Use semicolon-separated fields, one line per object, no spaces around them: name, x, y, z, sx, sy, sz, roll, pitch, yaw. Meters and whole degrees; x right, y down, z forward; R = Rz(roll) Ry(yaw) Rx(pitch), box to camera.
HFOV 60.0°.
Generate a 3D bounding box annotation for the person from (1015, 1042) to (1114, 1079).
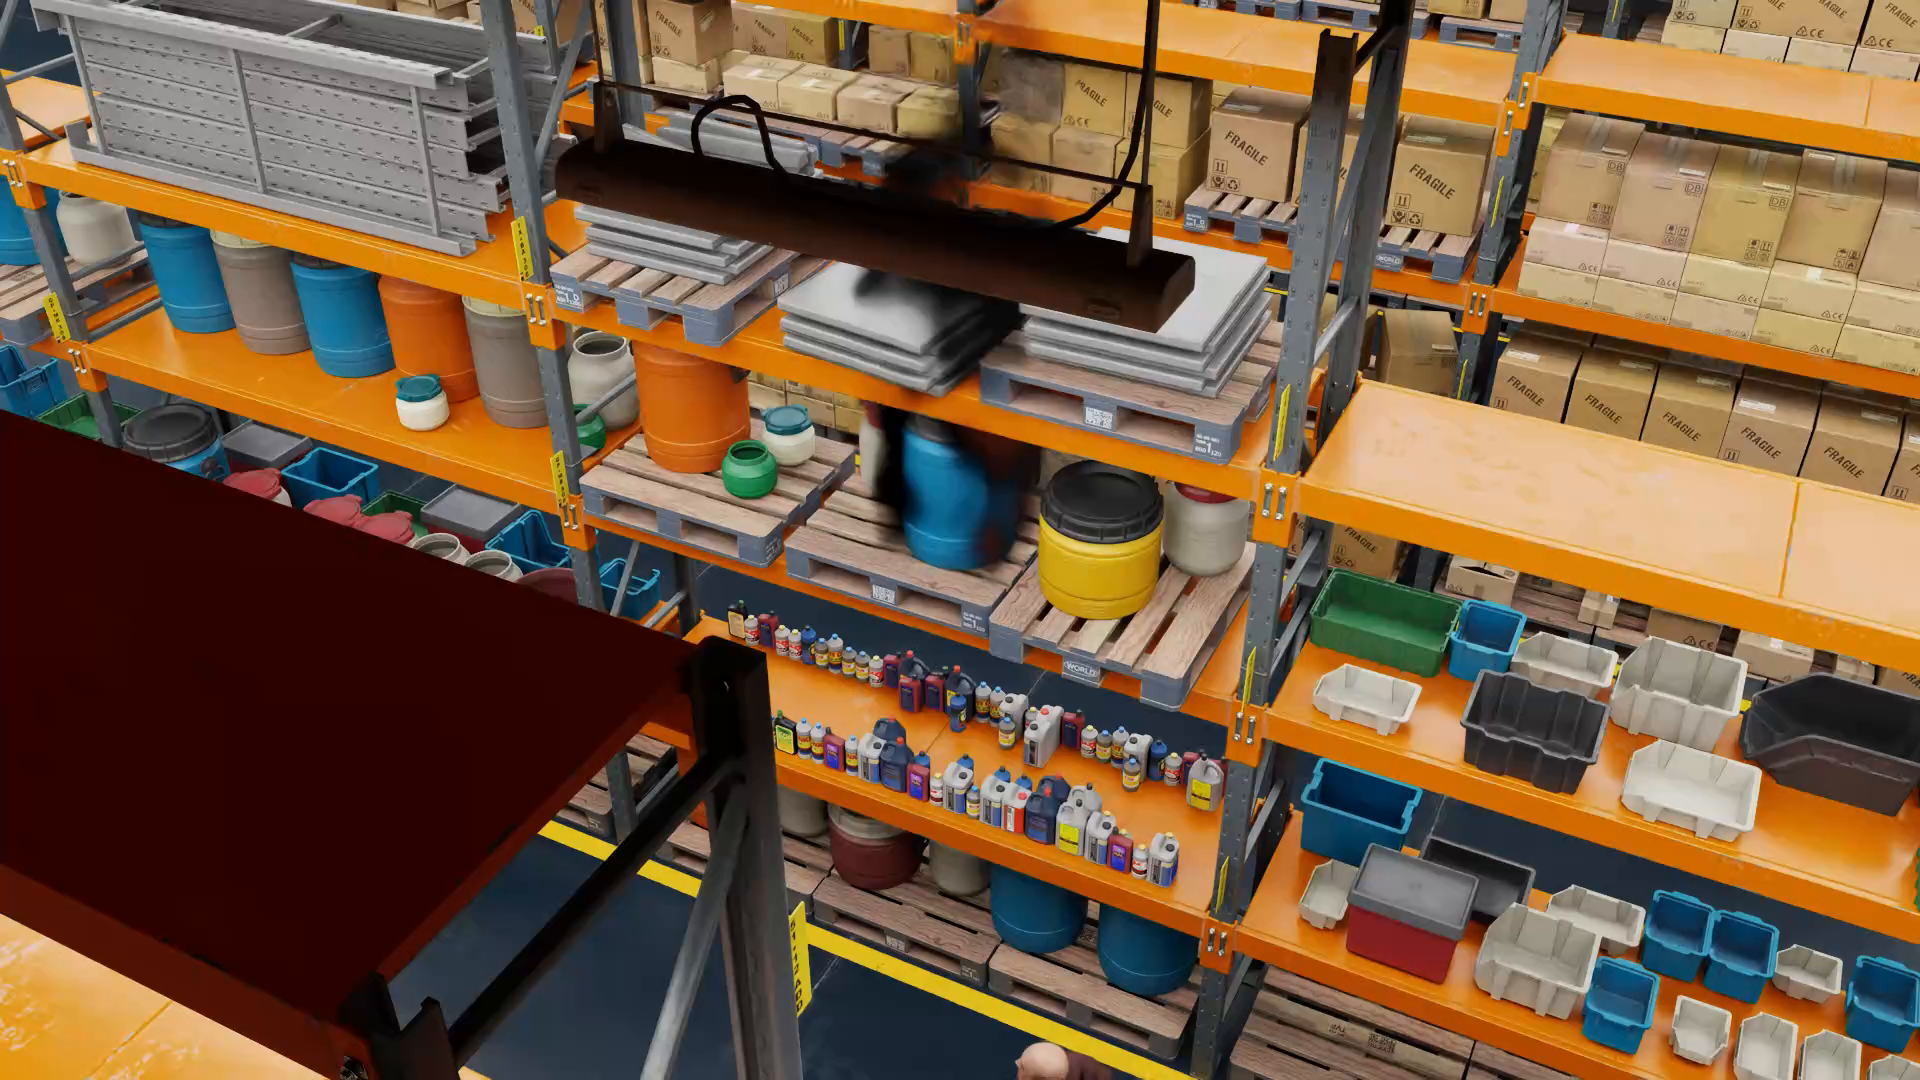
person;0.329;2.949;7.677;0.996;1.754;0.701;10;36;14
